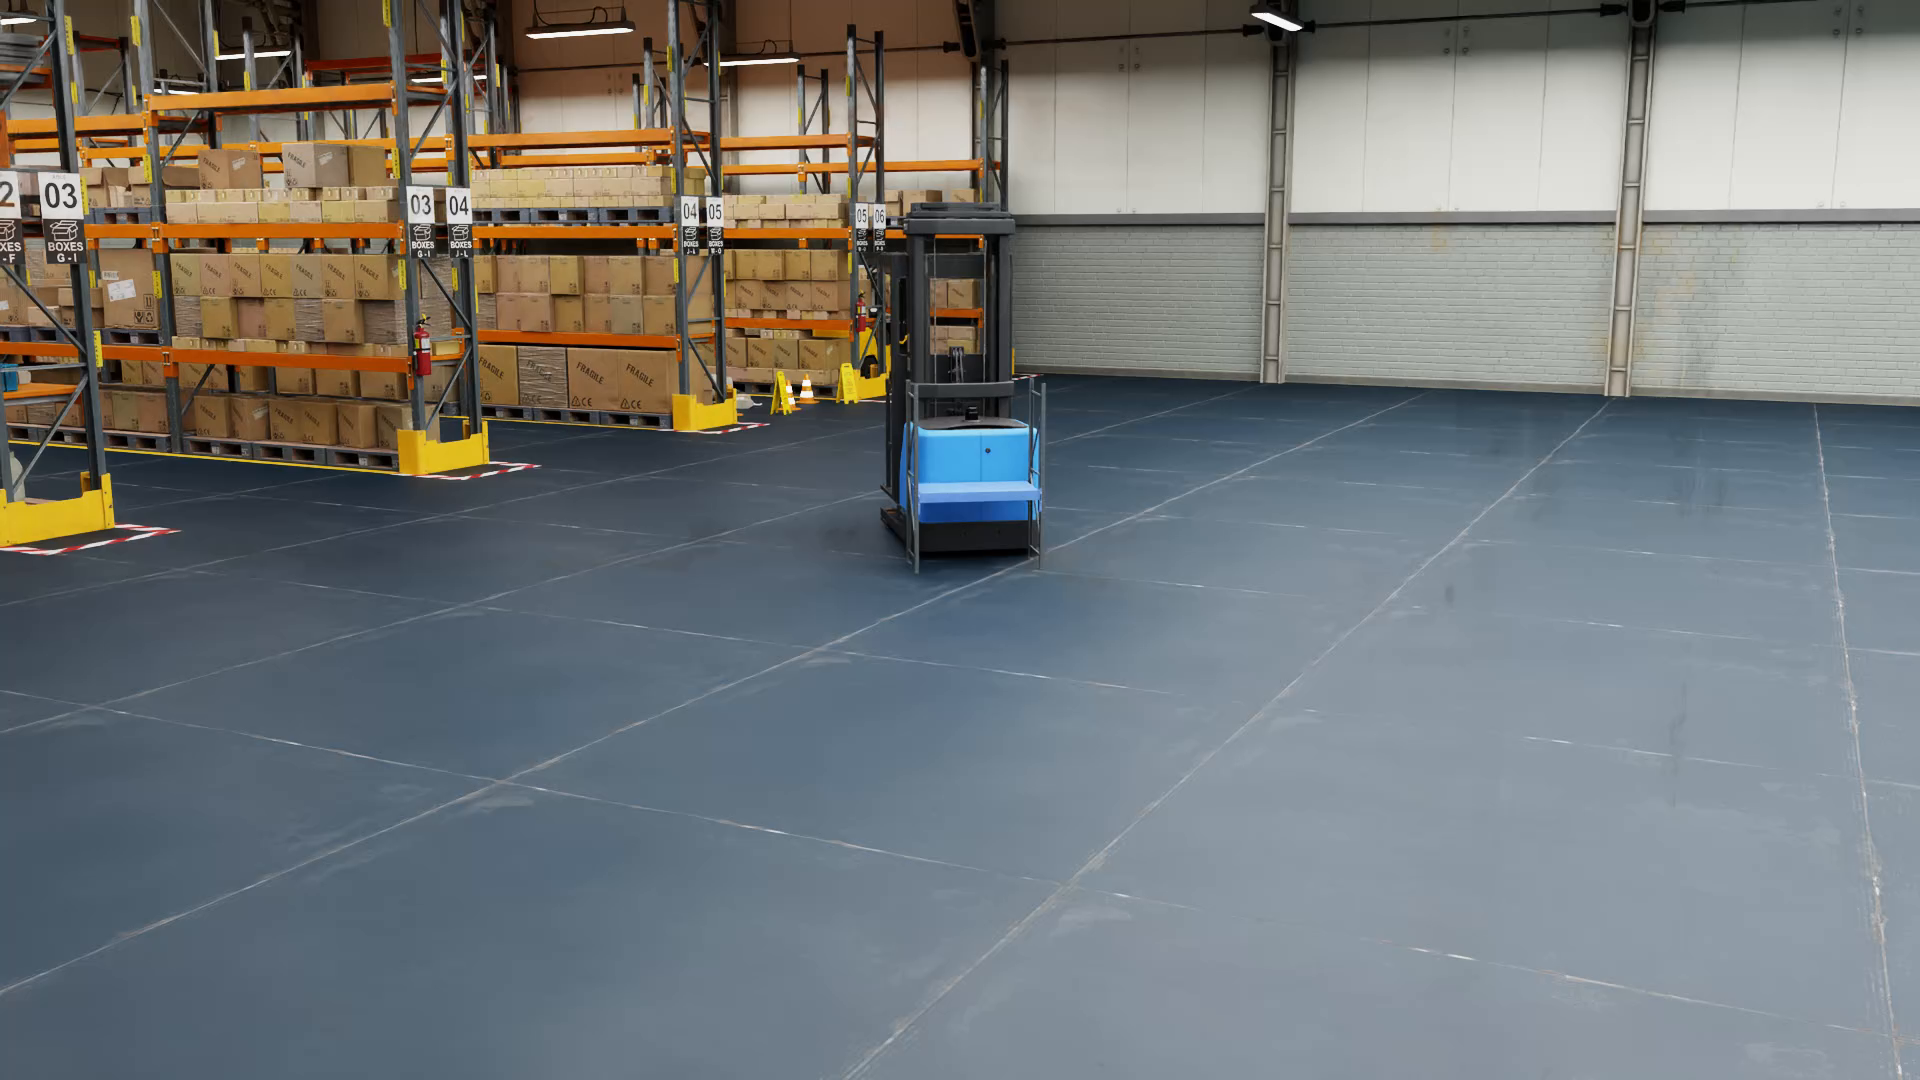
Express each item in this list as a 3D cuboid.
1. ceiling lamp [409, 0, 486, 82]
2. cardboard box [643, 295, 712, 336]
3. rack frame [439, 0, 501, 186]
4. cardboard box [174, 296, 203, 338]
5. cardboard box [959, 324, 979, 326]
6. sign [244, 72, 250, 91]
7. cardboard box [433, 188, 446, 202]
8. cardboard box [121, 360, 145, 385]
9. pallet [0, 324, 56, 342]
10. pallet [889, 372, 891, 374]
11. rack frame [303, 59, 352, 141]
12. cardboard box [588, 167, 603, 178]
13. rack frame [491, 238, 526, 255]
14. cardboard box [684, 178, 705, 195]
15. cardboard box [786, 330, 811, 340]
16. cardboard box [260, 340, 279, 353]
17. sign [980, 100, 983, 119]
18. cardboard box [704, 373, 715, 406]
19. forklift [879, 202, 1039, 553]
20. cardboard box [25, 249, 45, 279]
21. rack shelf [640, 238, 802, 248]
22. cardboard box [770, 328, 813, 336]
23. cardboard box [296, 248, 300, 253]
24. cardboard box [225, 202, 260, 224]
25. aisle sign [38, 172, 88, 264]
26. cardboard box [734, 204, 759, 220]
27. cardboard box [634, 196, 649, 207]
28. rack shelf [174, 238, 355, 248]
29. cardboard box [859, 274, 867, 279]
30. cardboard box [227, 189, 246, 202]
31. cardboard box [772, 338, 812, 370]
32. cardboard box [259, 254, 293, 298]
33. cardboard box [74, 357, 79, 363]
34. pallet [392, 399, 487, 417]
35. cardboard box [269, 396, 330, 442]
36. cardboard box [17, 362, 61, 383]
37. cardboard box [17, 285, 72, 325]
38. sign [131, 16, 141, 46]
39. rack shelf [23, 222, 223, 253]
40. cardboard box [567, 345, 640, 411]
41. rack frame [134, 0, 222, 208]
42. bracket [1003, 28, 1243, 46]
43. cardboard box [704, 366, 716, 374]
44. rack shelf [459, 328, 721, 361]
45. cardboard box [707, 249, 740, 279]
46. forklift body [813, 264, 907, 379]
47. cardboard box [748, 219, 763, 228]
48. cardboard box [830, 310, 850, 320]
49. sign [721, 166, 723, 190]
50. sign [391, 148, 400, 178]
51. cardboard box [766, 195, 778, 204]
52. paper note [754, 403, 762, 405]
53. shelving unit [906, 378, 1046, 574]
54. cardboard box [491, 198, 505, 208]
[{"bbox_3d":[-10.325,-11.035,34.046,2.000,3.185,0.800,5,11,26],"label":"ceiling lamp"},{"bbox_3d":[-3.988,-3.187,23.494,0.550,0.550,0.875,5,11,26],"label":"cardboard box"},{"bbox_3d":[-7.223,-6.358,24.594,0.127,3.000,1.000,5,11,26],"label":"rack frame"},{"bbox_3d":[-9.132,-2.772,20.509,0.500,0.500,0.875,5,11,26],"label":"cardboard box"},{"bbox_3d":[0.310,-4.096,32.675,0.500,0.250,0.500,5,11,25],"label":"cardboard box"},{"bbox_3d":[-11.041,-7.085,25.762,0.005,0.325,0.100,5,11,26],"label":"sign"},{"bbox_3d":[-6.065,-3.964,19.088,0.250,0.149,0.380,5,11,25],"label":"cardboard box"},{"bbox_3d":[-13.852,-2.913,28.240,0.500,0.500,0.500,6,12,28],"label":"cardboard box"},{"bbox_3d":[-12.409,-2.804,22.337,1.003,0.211,1.213,5,11,26],"label":"pallet"},{"bbox_3d":[-1.137,-3.460,33.257,1.213,0.211,1.003,5,11,26],"label":"pallet"},{"bbox_3d":[-12.297,-7.787,32.489,0.127,3.000,1.000,5,11,26],"label":"rack frame"},{"bbox_3d":[-4.997,-5.144,23.314,0.250,0.149,0.380,5,11,26],"label":"cardboard box"},{"bbox_3d":[-10.104,-5.628,37.405,0.127,3.000,1.000,5,11,26],"label":"rack frame"},{"bbox_3d":[-3.955,-4.974,23.496,0.500,0.250,0.500,5,11,26],"label":"cardboard box"},{"bbox_3d":[-2.729,-3.471,28.101,0.250,0.149,0.380,5,12,27],"label":"cardboard box"},{"bbox_3d":[-8.097,-2.317,19.817,0.250,0.149,0.380,5,11,26],"label":"cardboard box"},{"bbox_3d":[0.404,-8.048,31.083,0.005,0.325,0.100,5,11,26],"label":"sign"},{"bbox_3d":[-4.231,-2.395,26.551,0.637,0.503,0.797,-2,11,-14],"label":"cardboard box"},{"bbox_3d":[-0.125,-1.552,15.075,1.130,2.935,3.031,-2,10,-11],"label":"forklift"},{"bbox_3d":[-15.857,-4.800,28.908,0.500,0.500,0.500,5,12,27],"label":"cardboard box"},{"bbox_3d":[-4.724,-6.277,34.590,4.000,0.370,1.077,5,11,26],"label":"rack shelf"},{"bbox_3d":[-3.403,-4.075,34.313,0.625,0.625,0.875,6,12,28],"label":"cardboard box"},{"bbox_3d":[-12.903,-5.707,32.931,0.250,0.149,0.380,5,12,27],"label":"cardboard box"},{"bbox_3d":[-8.300,-3.866,19.668,0.500,0.250,0.500,5,11,24],"label":"cardboard box"},{"bbox_3d":[-7.918,-2.836,14.678,0.004,0.787,0.394,5,11,26],"label":"aisle sign"},{"bbox_3d":[-3.486,-5.555,28.163,0.500,0.250,0.500,5,11,26],"label":"cardboard box"},{"bbox_3d":[-4.309,-4.691,23.051,0.250,0.149,0.380,5,11,26],"label":"cardboard box"},{"bbox_3d":[-14.091,-6.115,33.691,4.000,0.370,1.077,5,11,26],"label":"rack shelf"},{"bbox_3d":[-1.859,-5.211,32.996,0.250,0.149,0.380,5,11,25],"label":"cardboard box"},{"bbox_3d":[-8.411,-4.063,19.638,0.250,0.149,0.380,5,11,25],"label":"cardboard box"},{"bbox_3d":[-2.839,-3.174,28.282,0.500,0.500,0.500,6,12,28],"label":"cardboard box"},{"bbox_3d":[-7.866,-3.117,19.608,0.500,0.500,0.500,5,11,26],"label":"cardboard box"},{"bbox_3d":[-15.078,-3.133,28.776,0.250,0.149,0.380,5,11,27],"label":"cardboard box"},{"bbox_3d":[-7.948,-2.083,25.646,1.213,0.211,1.003,5,11,26],"label":"pallet"},{"bbox_3d":[-8.058,-1.480,20.327,0.500,0.500,0.500,4,11,21],"label":"cardboard box"},{"bbox_3d":[-12.481,-2.245,22.388,0.500,0.250,0.500,6,12,28],"label":"cardboard box"},{"bbox_3d":[-12.048,-3.129,22.136,0.500,0.500,0.700,7,12,34],"label":"cardboard box"},{"bbox_3d":[-9.748,-6.023,19.671,0.005,0.325,0.100,5,11,26],"label":"sign"},{"bbox_3d":[-11.301,-3.902,21.463,4.000,0.370,1.077,5,11,26],"label":"rack shelf"},{"bbox_3d":[-5.063,-2.364,24.156,0.875,0.875,0.875,5,11,25],"label":"cardboard box"},{"bbox_3d":[-9.508,-5.574,20.261,0.127,3.000,1.000,5,11,26],"label":"rack frame"},{"bbox_3d":[2.972,-9.311,30.801,4.783,0.066,0.076,5,11,26],"label":"bracket"},{"bbox_3d":[-4.230,-2.928,29.030,0.500,0.250,0.500,6,12,29],"label":"cardboard box"},{"bbox_3d":[-5.429,-2.895,24.321,4.000,0.370,1.077,5,11,26],"label":"rack shelf"},{"bbox_3d":[-3.938,-4.735,28.548,0.500,0.500,0.700,5,11,25],"label":"cardboard box"},{"bbox_3d":[-1.851,-4.123,31.472,1.214,2.155,2.313,5,11,26],"label":"forklift body"},{"bbox_3d":[-3.377,-5.339,28.092,0.250,0.149,0.380,5,11,25],"label":"cardboard box"},{"bbox_3d":[-1.966,-3.761,27.795,0.250,0.149,0.380,5,12,28],"label":"cardboard box"},{"bbox_3d":[-3.385,-5.124,23.521,0.005,0.325,0.100,5,11,26],"label":"sign"},{"bbox_3d":[-6.184,-4.131,18.226,0.005,0.325,0.100,5,11,26],"label":"sign"},{"bbox_3d":[-3.065,-5.731,28.016,0.250,0.149,0.380,5,11,24],"label":"cardboard box"},{"bbox_3d":[-3.264,-2.185,26.718,0.142,0.019,0.148,1,10,6],"label":"paper note"},{"bbox_3d":[0.119,-0.528,13.426,1.048,1.500,0.538,-2,11,-9],"label":"shelving unit"},{"bbox_3d":[-6.590,-4.891,24.157,0.250,0.149,0.380,5,11,26],"label":"cardboard box"}]
